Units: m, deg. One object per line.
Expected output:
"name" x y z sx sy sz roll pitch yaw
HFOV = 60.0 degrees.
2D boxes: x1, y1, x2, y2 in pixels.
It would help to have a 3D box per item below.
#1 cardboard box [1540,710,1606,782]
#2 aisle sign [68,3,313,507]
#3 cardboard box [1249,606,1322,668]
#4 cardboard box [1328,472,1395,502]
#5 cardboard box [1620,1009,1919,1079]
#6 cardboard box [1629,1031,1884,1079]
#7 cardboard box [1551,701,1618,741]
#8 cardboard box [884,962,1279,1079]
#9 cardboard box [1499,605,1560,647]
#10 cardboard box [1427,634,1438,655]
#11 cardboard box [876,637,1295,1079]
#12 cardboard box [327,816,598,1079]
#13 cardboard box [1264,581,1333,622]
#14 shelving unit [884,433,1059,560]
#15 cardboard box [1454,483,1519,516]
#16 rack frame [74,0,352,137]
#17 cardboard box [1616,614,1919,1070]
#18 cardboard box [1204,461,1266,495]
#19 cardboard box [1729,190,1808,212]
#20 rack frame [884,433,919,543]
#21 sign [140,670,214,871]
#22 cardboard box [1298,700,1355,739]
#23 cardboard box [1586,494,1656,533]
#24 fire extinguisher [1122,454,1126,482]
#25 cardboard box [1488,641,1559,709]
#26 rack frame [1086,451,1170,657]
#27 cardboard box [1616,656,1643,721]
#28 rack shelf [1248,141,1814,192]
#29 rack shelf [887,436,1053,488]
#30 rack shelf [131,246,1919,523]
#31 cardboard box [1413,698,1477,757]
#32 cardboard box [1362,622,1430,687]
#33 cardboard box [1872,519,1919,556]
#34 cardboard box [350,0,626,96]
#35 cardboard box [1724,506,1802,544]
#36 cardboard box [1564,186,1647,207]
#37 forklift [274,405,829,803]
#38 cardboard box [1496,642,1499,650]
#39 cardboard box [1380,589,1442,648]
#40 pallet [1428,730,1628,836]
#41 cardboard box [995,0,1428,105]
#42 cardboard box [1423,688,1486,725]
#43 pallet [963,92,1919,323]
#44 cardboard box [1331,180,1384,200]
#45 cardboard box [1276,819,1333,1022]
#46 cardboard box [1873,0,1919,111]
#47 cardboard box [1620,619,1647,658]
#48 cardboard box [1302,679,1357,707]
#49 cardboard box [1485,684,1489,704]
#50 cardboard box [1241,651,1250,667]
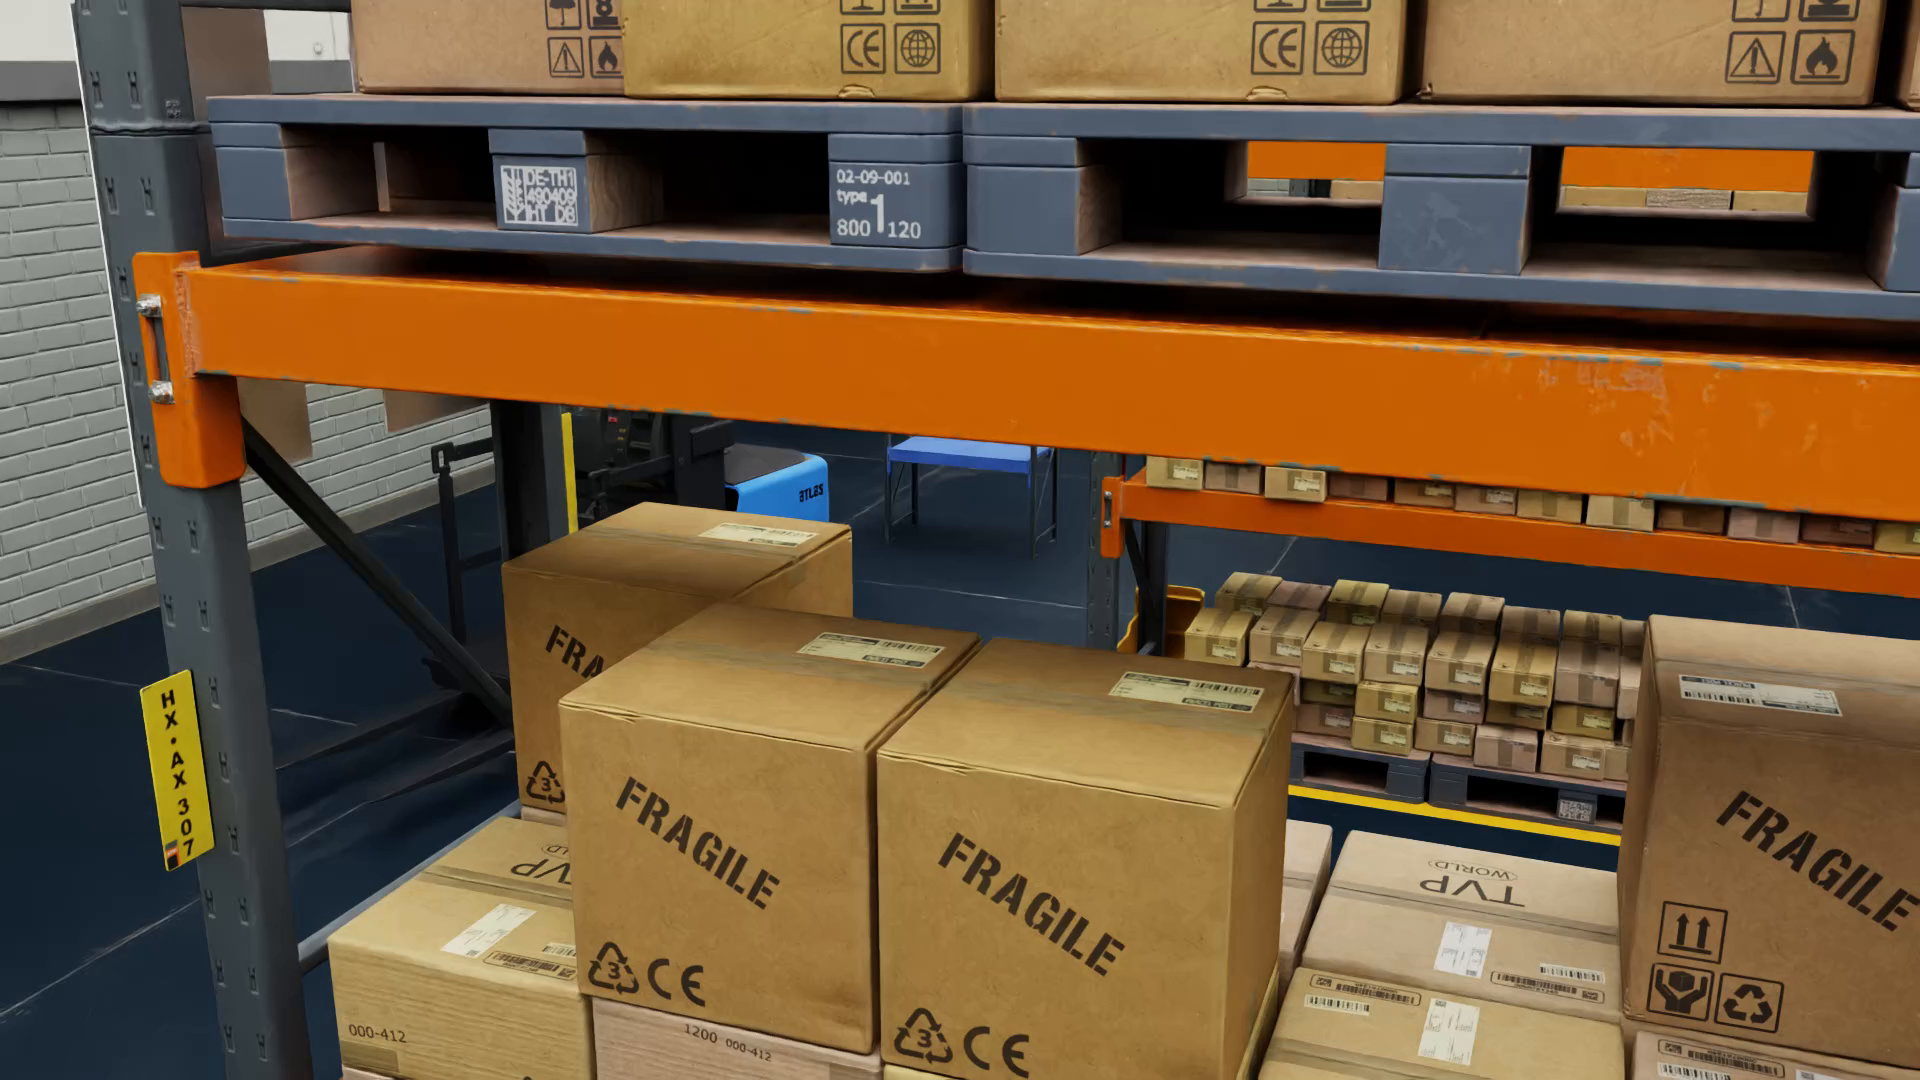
"cardboard box" 2.633 0.878 7.129 0.250 0.149 0.380 6 17 21
"aisle sign" -1.272 -0.483 2.794 0.004 0.787 0.394 6 17 21
"cardboard box" 1.483 0.440 7.572 0.250 0.149 0.380 7 17 22
"cardboard box" 1.774 -0.294 7.258 0.250 0.149 0.380 7 18 23
"cardboard box" 1.341 0.814 2.726 0.500 0.250 0.500 7 17 22
"cardboard box" 1.162 0.952 2.250 0.500 0.250 0.500 7 17 22
"cardboard box" 2.702 0.713 7.165 0.250 0.149 0.380 7 18 23
"cardboard box" 0.205 0.847 2.610 0.500 0.250 0.500 6 17 19
"cardboard box" 2.597 0.435 7.588 0.250 0.149 0.380 6 17 19
"cardboard box" 2.111 0.531 7.793 0.250 0.149 0.380 6 17 20
"cardboard box" 0.202 0.486 2.510 0.500 0.500 0.500 6 17 19
"cardboard box" -0.747 0.743 2.968 0.500 0.250 0.500 6 17 19
"cardboard box" 1.617 0.330 7.950 0.250 0.149 0.380 7 17 22
"shelving unit" 0.079 -0.712 10.934 1.048 1.500 0.538 6 17 21
"cardboard box" 2.237 -0.228 7.028 0.250 0.149 0.380 6 17 20
"rack frame" -1.095 -2.186 2.562 0.127 3.000 1.000 6 17 21
"cardboard box" 1.334 0.454 2.621 0.500 0.500 0.500 6 17 19
"cardboard box" 1.252 -0.327 7.370 0.250 0.149 0.380 7 18 23
"cardboard box" 5.253 -2.025 10.795 0.500 0.500 0.500 6 17 20
"rack frame" -0.394 -0.764 11.114 0.032 1.500 0.500 6 17 21
"sign" -1.304 0.385 2.773 0.005 0.325 0.100 6 17 21
"cardboard box" 1.696 0.752 7.562 0.250 0.149 0.380 6 17 21
"cardboard box" 2.708 -0.161 6.798 0.250 0.149 0.380 7 17 22
"fire extinguisher" 0.754 -0.510 8.358 0.183 0.674 0.296 6 17 21
"cardboard box" 2.414 0.572 7.116 0.250 0.149 0.380 7 17 21
"rack frame" 0.819 -0.581 7.794 0.127 3.000 1.000 6 17 21
"cardboard box" 2.874 0.627 6.928 0.250 0.149 0.380 6 17 19
"rack shelf" 2.680 -1.471 6.772 4.000 0.370 1.077 6 17 21
"rack shelf" 0.079 -0.539 10.985 1.000 0.185 0.538 6 17 21
"rack shelf" 0.766 -0.195 2.376 4.000 0.370 1.077 6 17 21
"cardboard box" 2.166 0.808 7.369 0.250 0.149 0.380 6 17 21
"cardboard box" 1.931 0.502 7.356 0.250 0.149 0.380 5 17 18
"cardboard box" 3.682 -0.060 6.452 0.250 0.149 0.380 7 18 23
"cardboard box" -0.591 -1.004 2.759 0.500 0.500 0.700 5 17 17
"cardboard box" 3.188 -0.113 6.634 0.250 0.149 0.380 5 17 18
"cardboard box" 4.313 -2.128 11.150 0.500 0.500 0.500 6 17 21
"forklift" -1.884 -0.542 7.784 1.130 2.935 3.031 10 19 30
"cardboard box" 2.617 0.557 7.701 0.250 0.149 0.380 7 18 23
"cardboard box" 2.123 0.366 7.825 0.250 0.149 0.380 6 17 18
"pallet" 2.764 0.984 7.407 1.213 0.211 1.003 6 17 21
"cardboard box" 0.387 -0.875 2.314 0.500 0.500 0.700 5 17 17
"cardboard box" 2.187 0.666 7.328 0.250 0.149 0.380 5 17 18
"pallet" 0.738 -0.505 2.313 1.213 0.211 1.003 6 17 21
"cardboard box" 2.884 -2.280 11.675 0.500 0.500 0.500 6 17 19
"cardboard box" 0.399 0.709 3.086 0.500 0.250 0.500 6 17 19
"cardboard box" 1.378 -0.755 1.900 0.500 0.500 0.700 7 18 23
"cardboard box" 3.067 0.490 7.399 0.250 0.149 0.380 6 17 18
"cardboard box" 1.707 0.609 7.524 0.250 0.149 0.380 7 17 21
"cardboard box" 2.371 0.667 7.855 0.250 0.149 0.380 5 17 18
"cardboard box" 1.213 0.564 7.678 0.250 0.149 0.380 7 18 23
